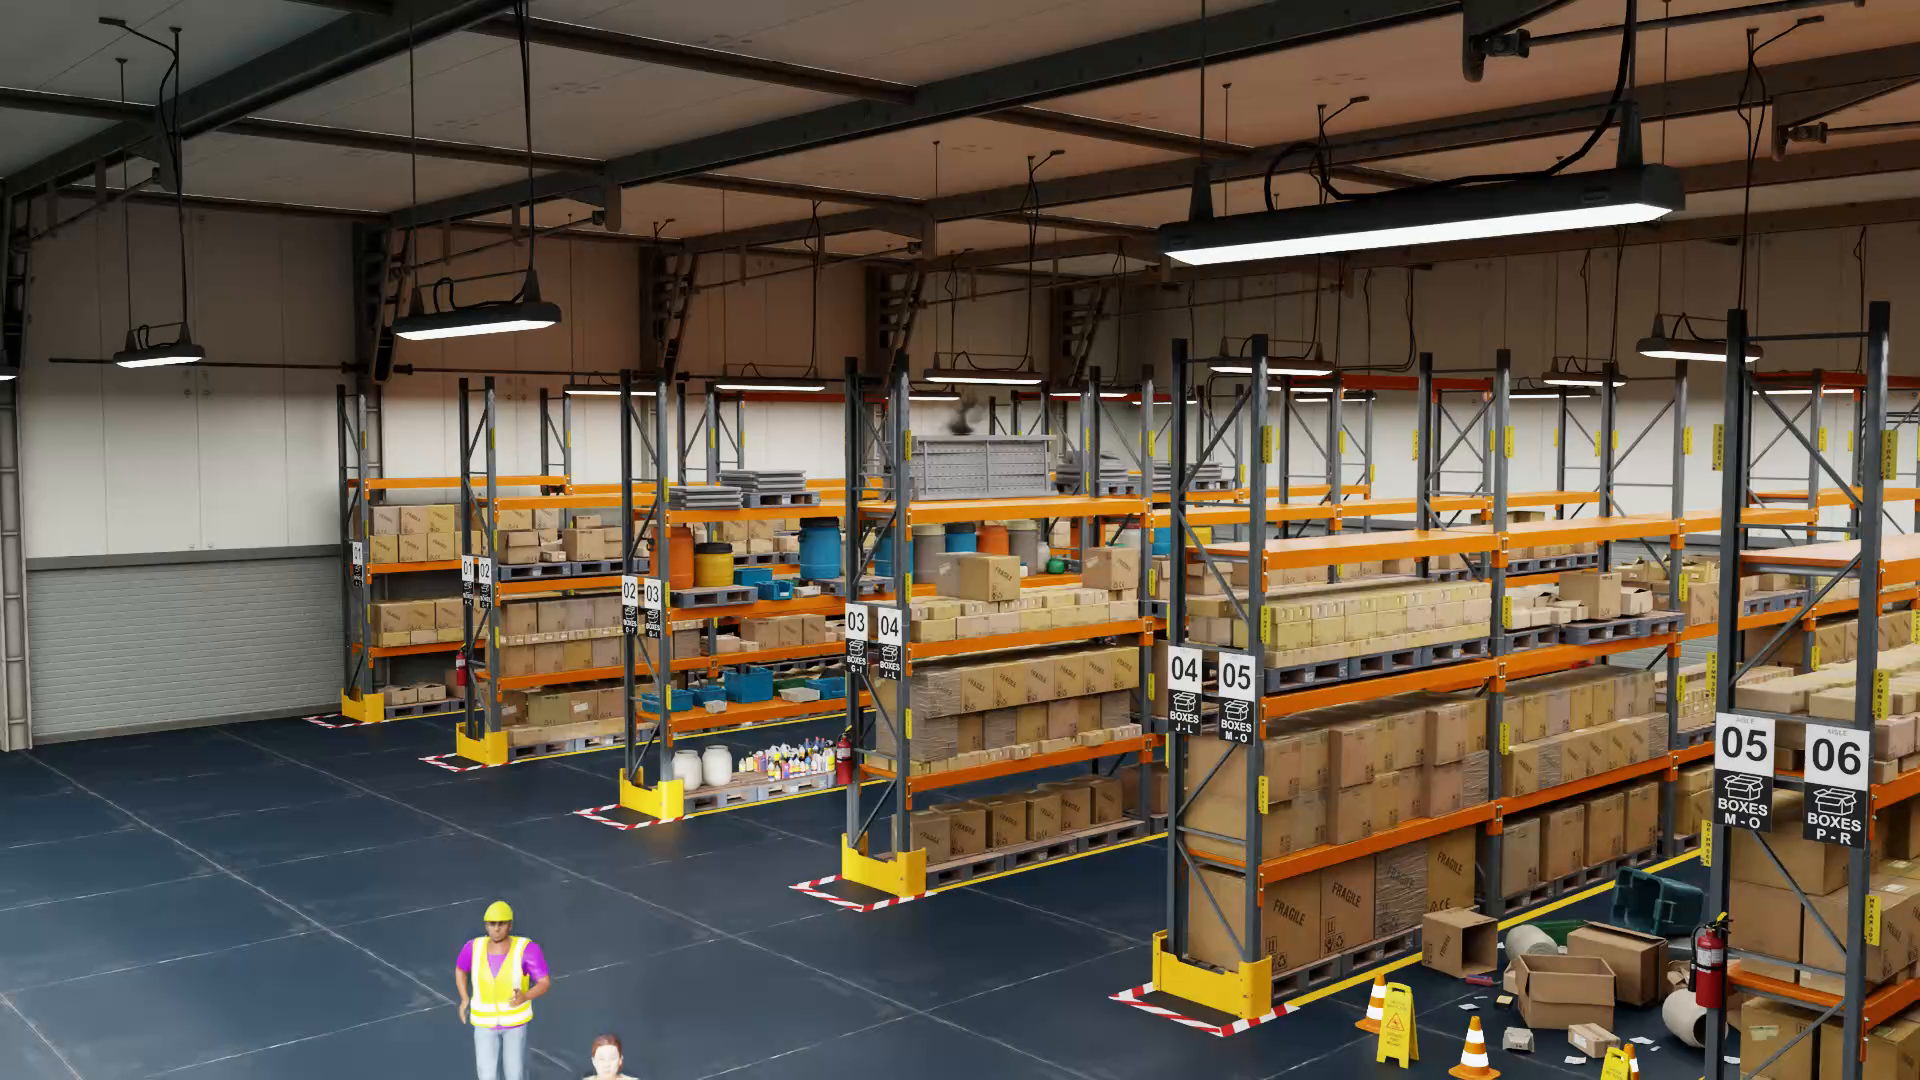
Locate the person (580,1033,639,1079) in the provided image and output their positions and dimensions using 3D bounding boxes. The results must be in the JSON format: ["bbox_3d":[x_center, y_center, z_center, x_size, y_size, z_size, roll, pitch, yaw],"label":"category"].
[{"bbox_3d":[-2.065,3.710,9.766,0.579,1.660,0.818,-1,4,-9],"label":"person"}]

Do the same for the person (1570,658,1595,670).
[{"bbox_3d":[9.829,2.572,26.234,0.832,1.762,0.651,-4,5,-43],"label":"person"}]

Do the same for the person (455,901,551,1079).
[{"bbox_3d":[-3.300,3.473,11.968,0.698,1.762,0.894,0,4,-8],"label":"person"}]
